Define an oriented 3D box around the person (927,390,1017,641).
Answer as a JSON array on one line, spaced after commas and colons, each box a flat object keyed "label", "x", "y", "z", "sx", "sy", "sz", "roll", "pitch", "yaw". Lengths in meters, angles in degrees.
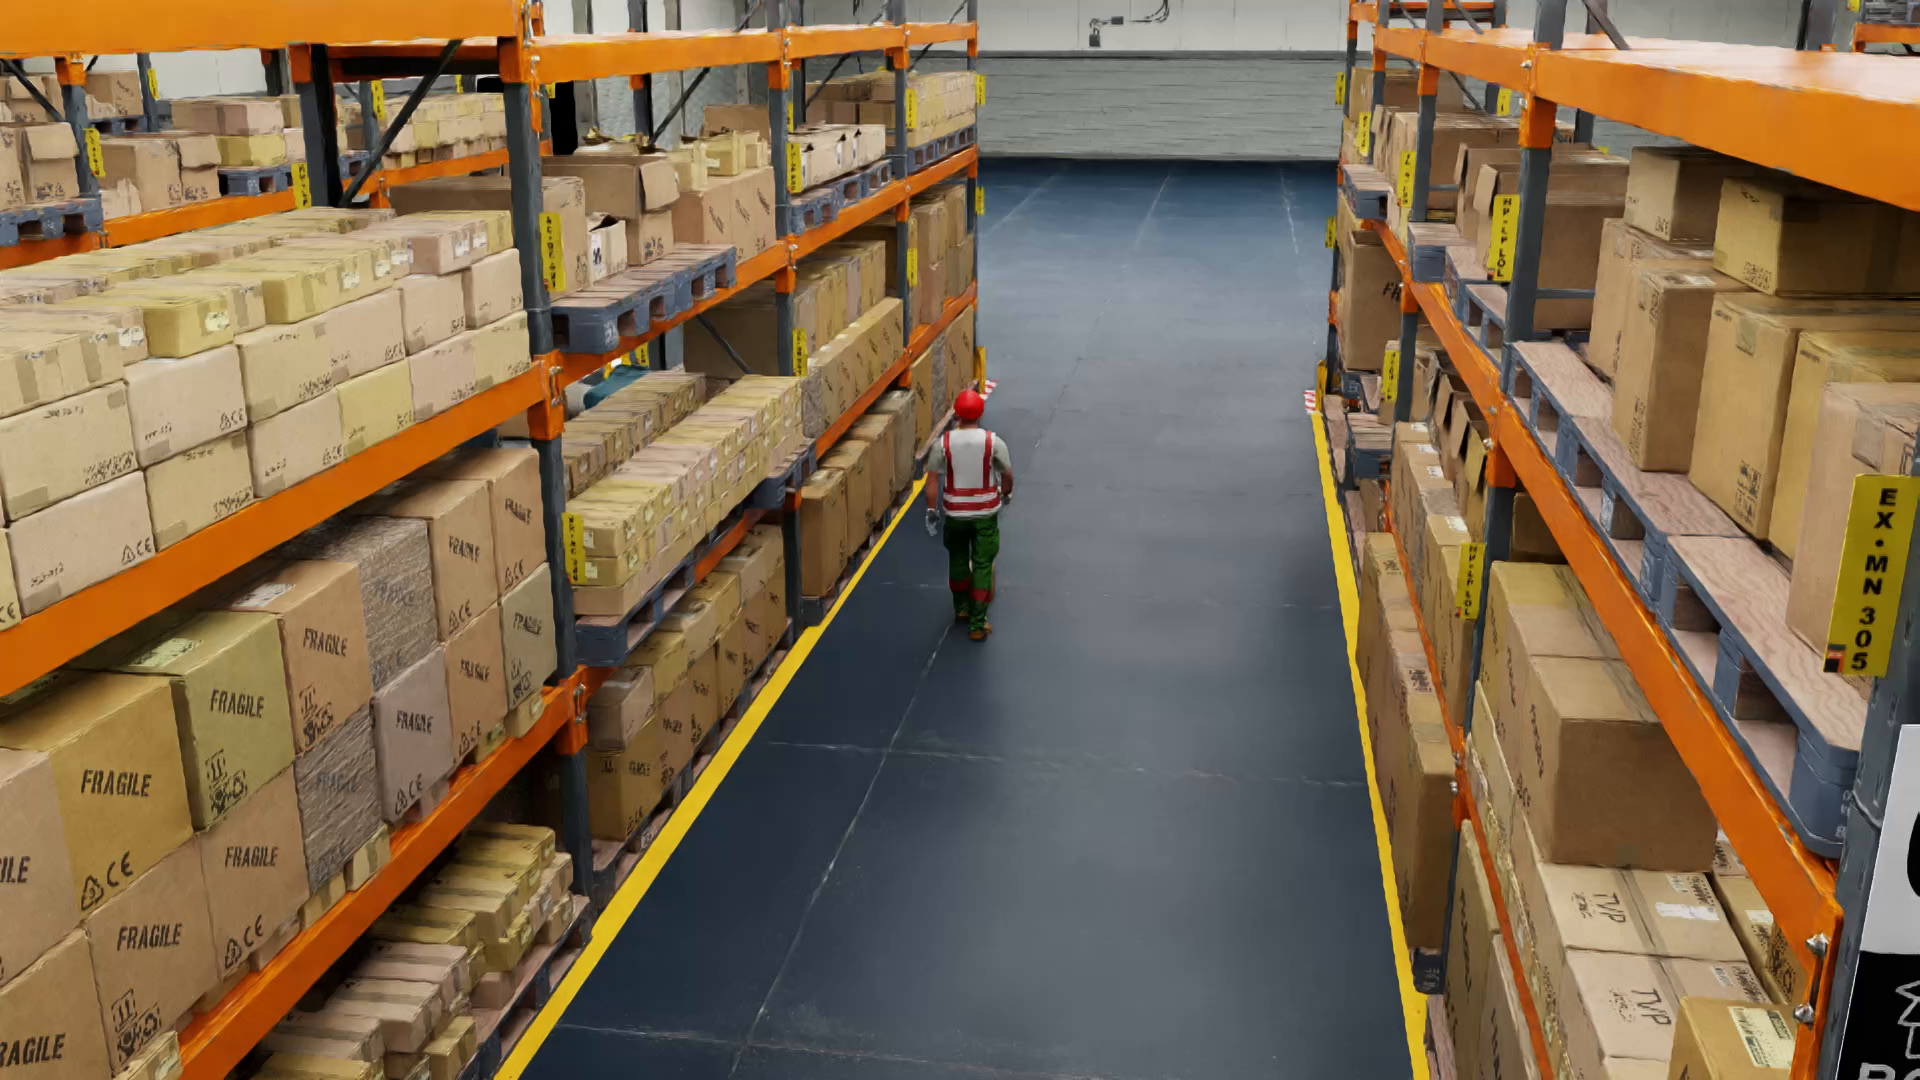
[{"label": "person", "x": 0.116, "y": -0.241, "z": 11.779, "sx": 0.590, "sy": 1.765, "sz": 0.804, "roll": 4, "pitch": 18, "yaw": 11}]
